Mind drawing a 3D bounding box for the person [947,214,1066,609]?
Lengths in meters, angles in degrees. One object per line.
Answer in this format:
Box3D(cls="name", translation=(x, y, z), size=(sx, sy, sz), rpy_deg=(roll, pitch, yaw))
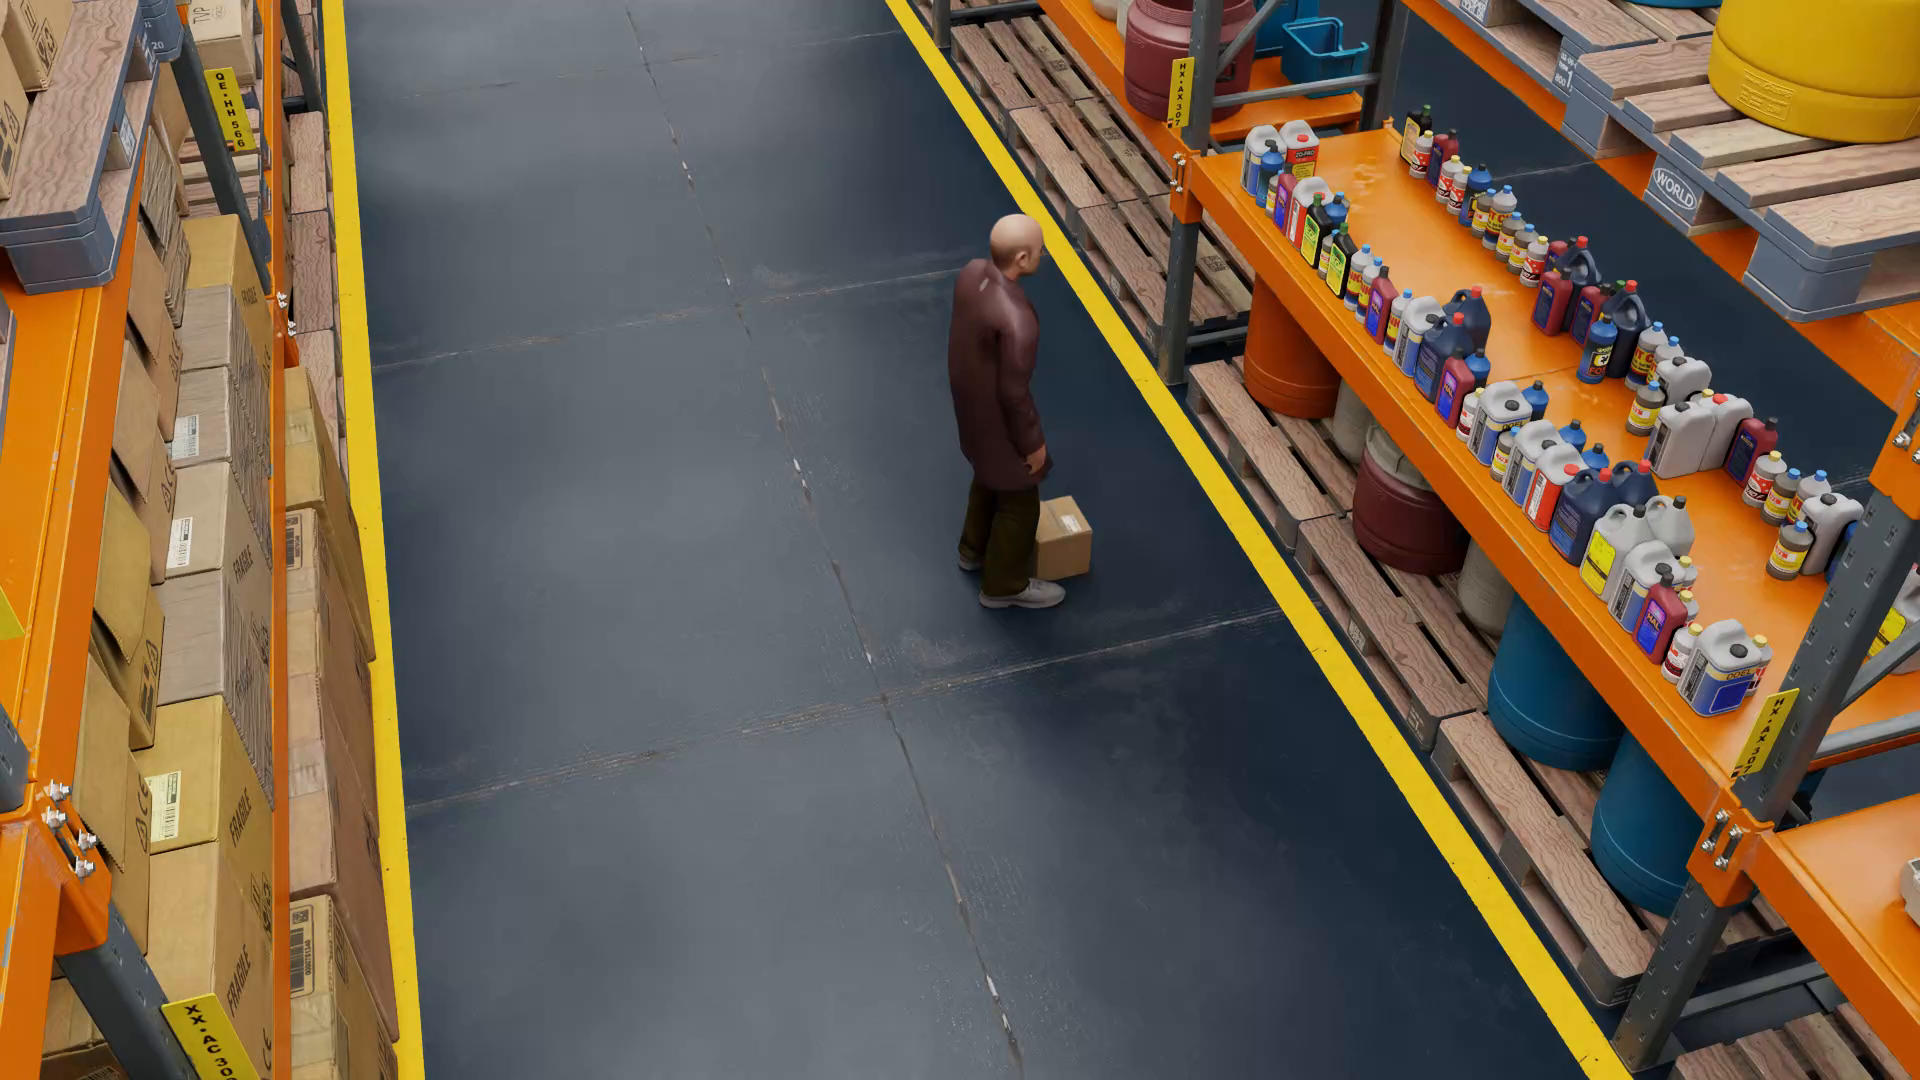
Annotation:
Box3D(cls="person", translation=(0.176, -0.517, 6.752), size=(0.427, 1.773, 0.631), rpy_deg=(-13, 43, -15))
